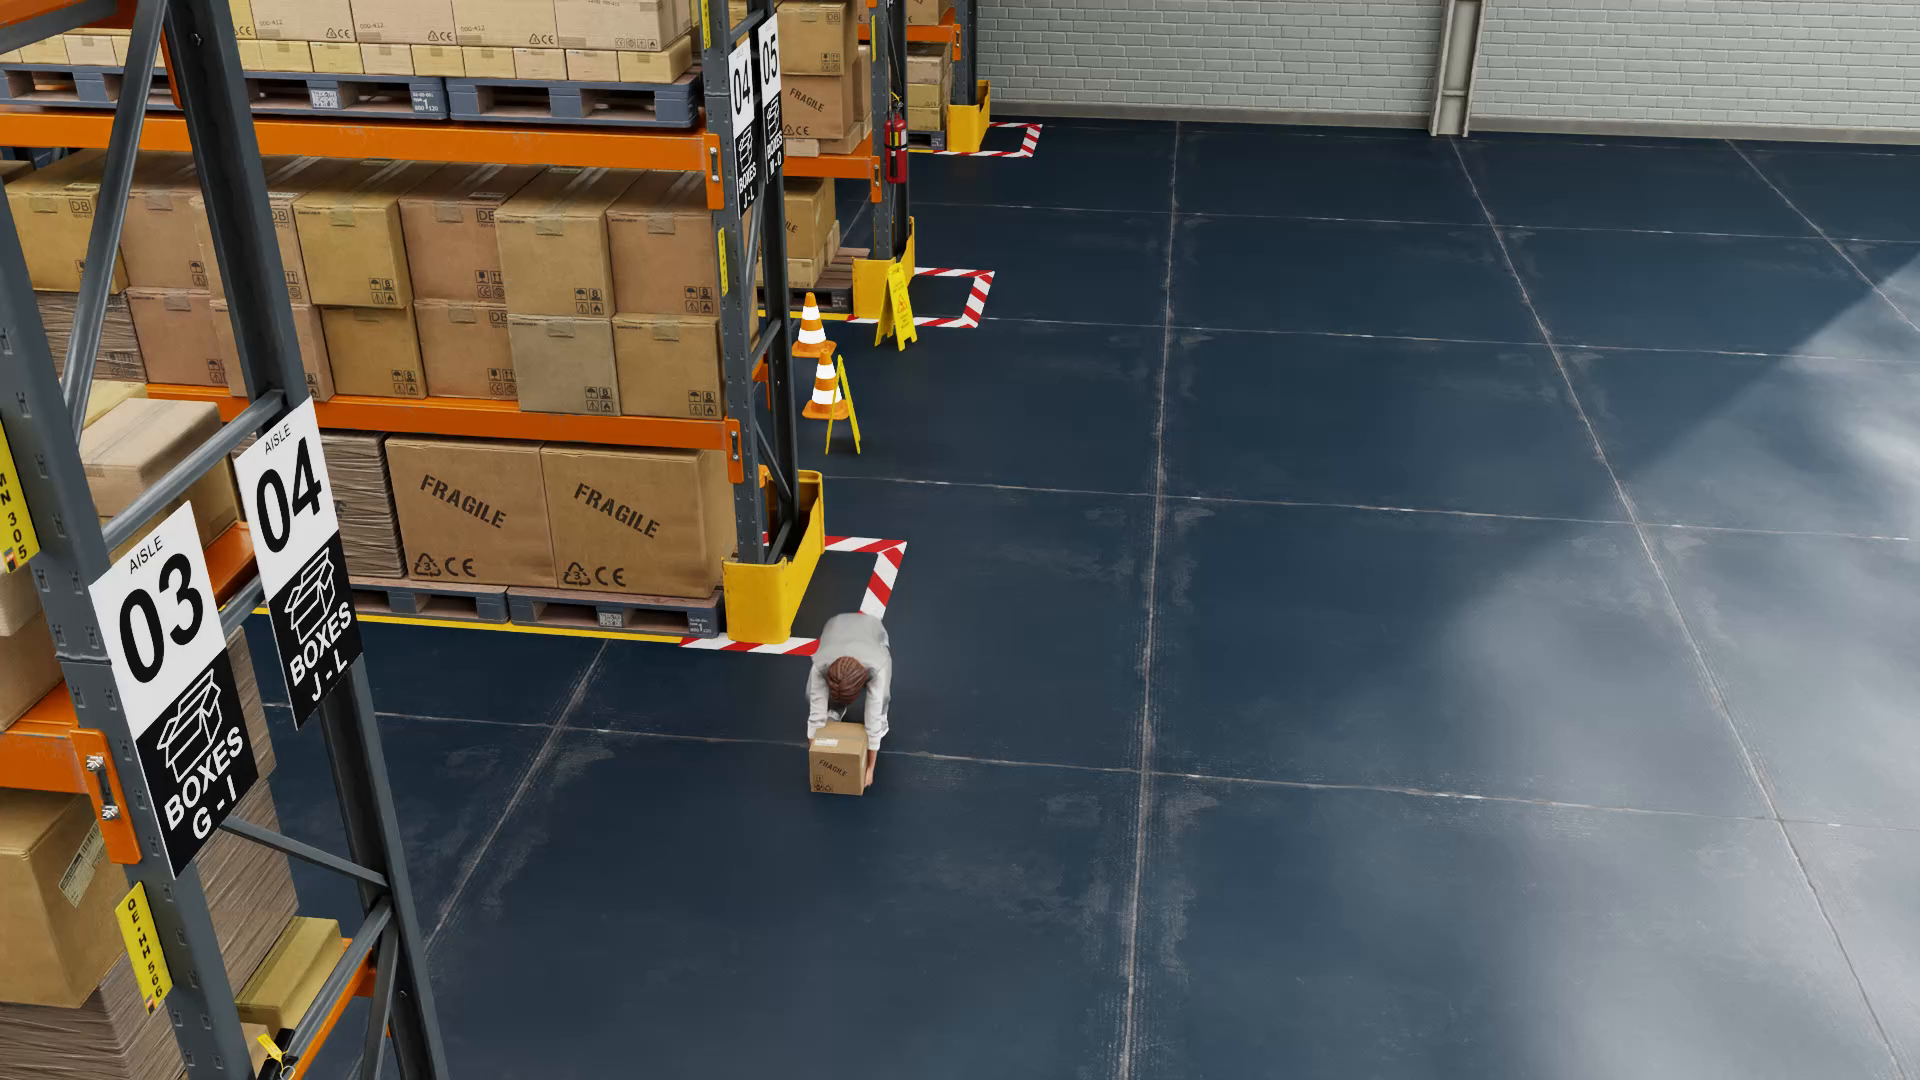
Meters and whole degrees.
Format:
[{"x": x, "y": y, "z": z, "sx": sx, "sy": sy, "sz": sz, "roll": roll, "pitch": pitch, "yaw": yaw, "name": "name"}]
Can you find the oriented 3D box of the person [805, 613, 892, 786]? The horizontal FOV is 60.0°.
[{"x": -0.548, "y": 0.734, "z": 8.278, "sx": 0.425, "sy": 0.731, "sz": 0.850, "roll": 3, "pitch": 29, "yaw": 5, "name": "person"}]
